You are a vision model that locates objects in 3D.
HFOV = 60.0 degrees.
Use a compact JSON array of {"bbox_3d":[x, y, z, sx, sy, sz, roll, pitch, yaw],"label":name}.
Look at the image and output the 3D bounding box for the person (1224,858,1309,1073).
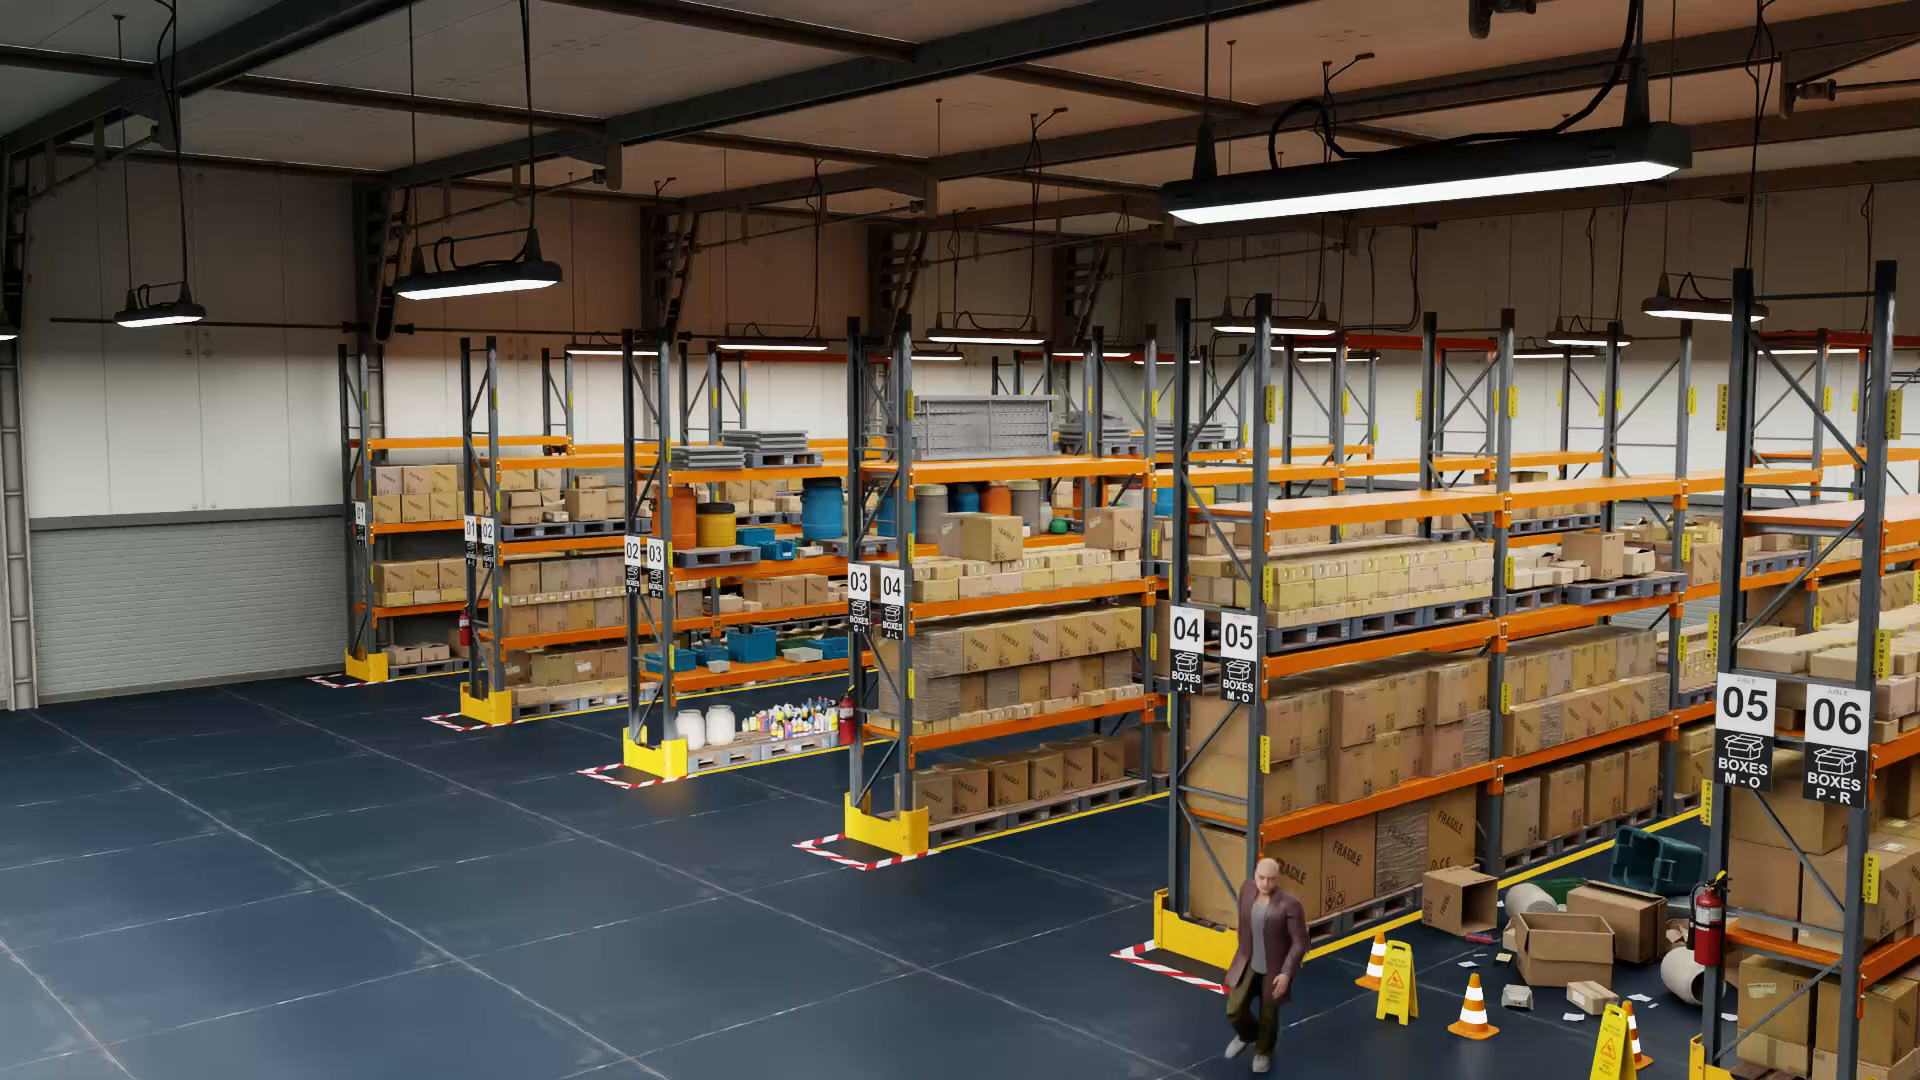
[{"bbox_3d":[2.299,3.188,12.456,0.690,1.726,0.751,3,6,29],"label":"person"}]
